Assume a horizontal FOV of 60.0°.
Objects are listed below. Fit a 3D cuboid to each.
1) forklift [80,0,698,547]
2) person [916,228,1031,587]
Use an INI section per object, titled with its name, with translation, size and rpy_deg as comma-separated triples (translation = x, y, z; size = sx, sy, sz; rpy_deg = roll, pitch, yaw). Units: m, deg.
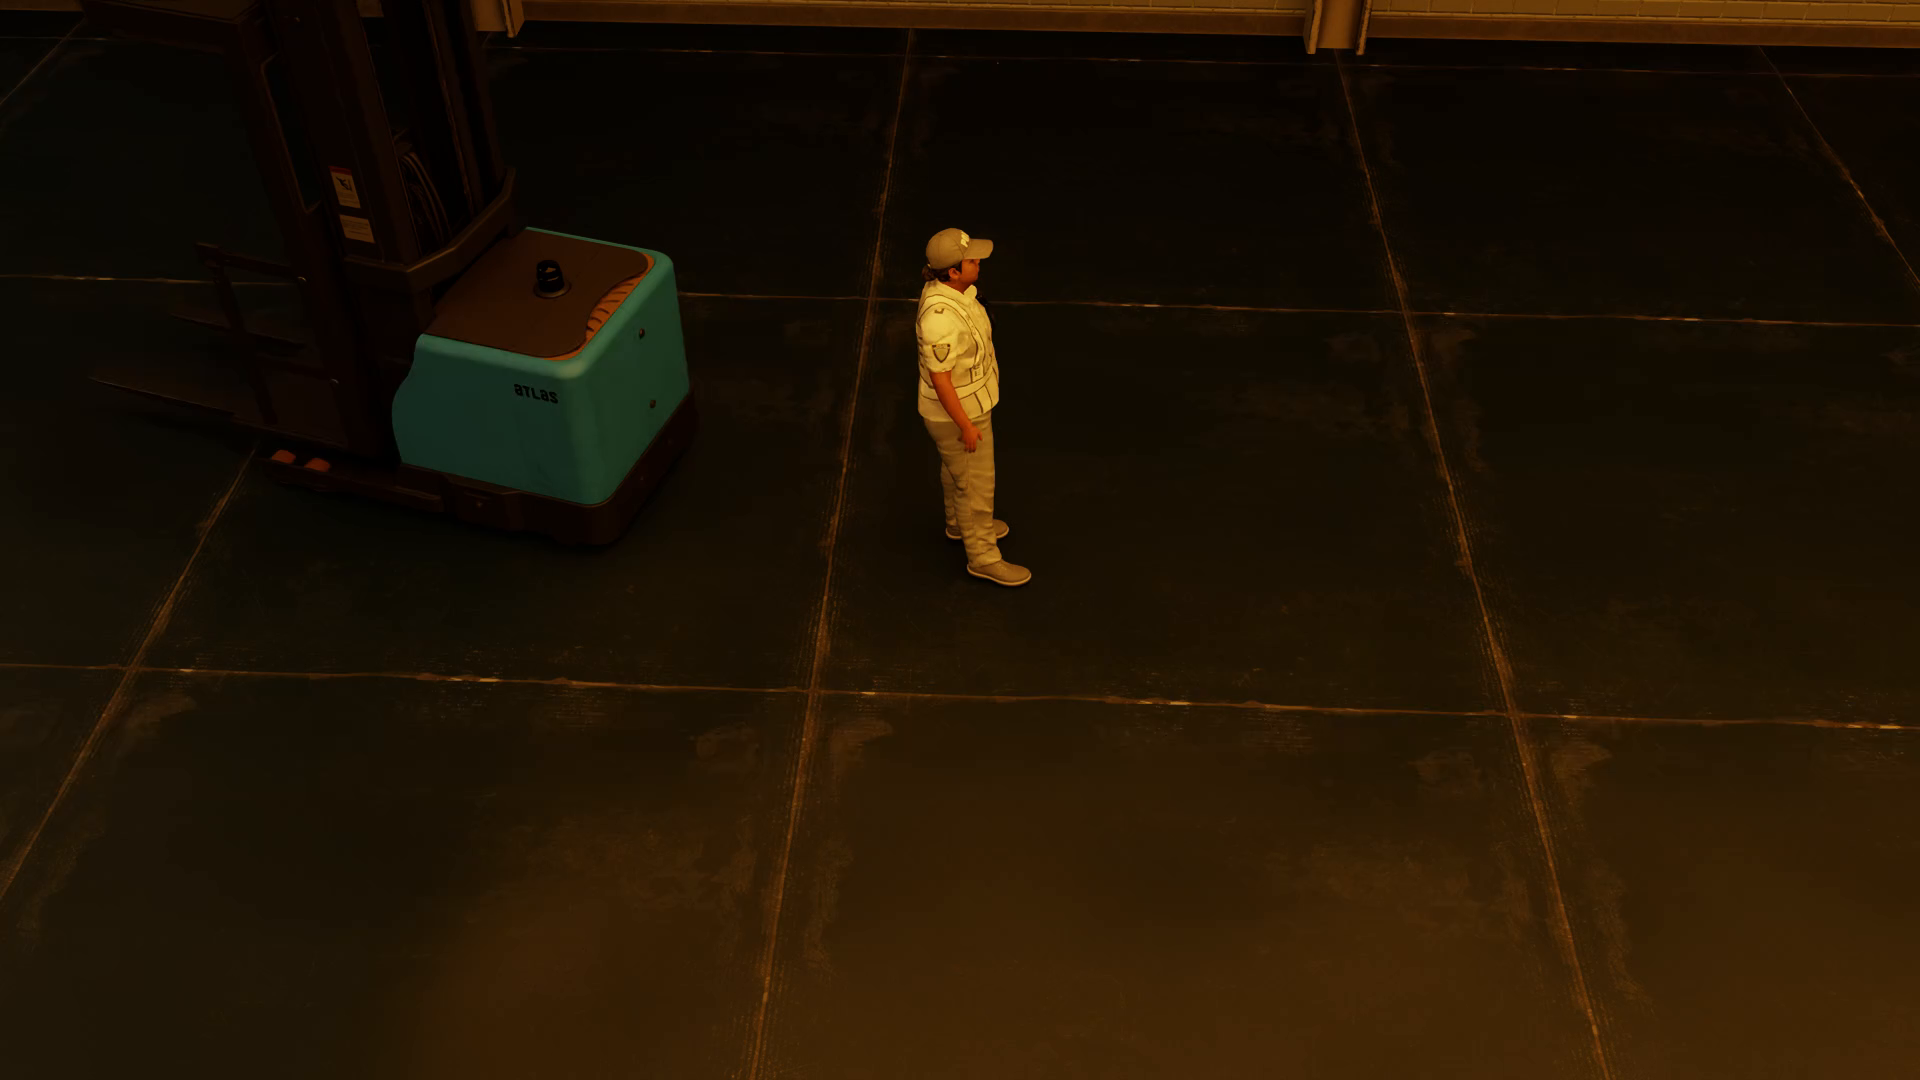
[forklift]
translation = -2.905, -1.642, 7.541
size = 3.031, 2.935, 1.130
rpy_deg = 13, 44, 13
[person]
translation = 0.075, -0.604, 7.329
size = 0.529, 1.670, 0.598
rpy_deg = 2, 42, 2
